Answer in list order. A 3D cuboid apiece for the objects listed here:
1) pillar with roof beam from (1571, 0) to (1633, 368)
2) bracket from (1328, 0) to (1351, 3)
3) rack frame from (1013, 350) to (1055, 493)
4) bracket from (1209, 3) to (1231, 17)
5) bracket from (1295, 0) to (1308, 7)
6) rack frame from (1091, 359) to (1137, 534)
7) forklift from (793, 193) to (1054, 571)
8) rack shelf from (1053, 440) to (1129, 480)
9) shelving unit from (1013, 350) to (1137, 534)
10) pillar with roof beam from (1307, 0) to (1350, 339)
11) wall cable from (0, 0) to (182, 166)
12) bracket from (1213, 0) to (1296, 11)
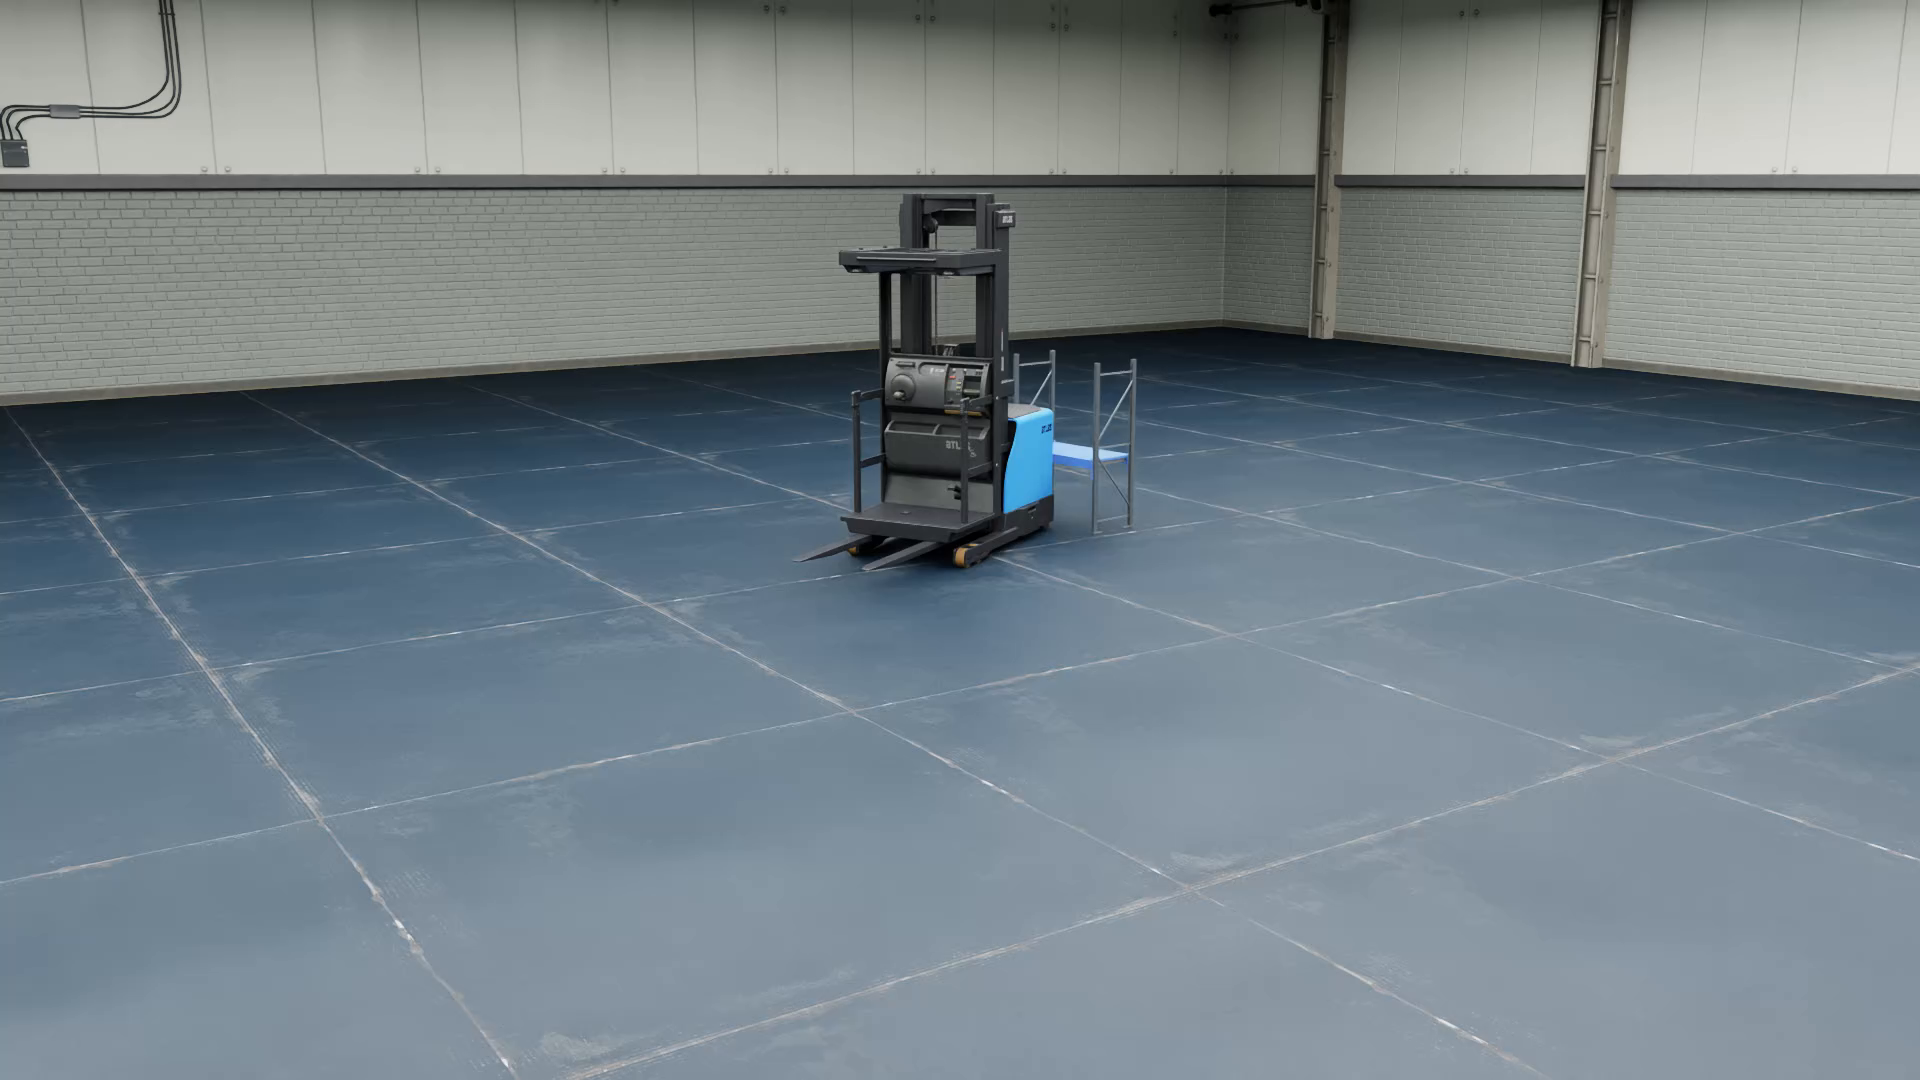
[{"bbox_3d":[6.763,-6.751,24.167,9.100,9.000,0.400,-8,15,-33],"label":"pillar with roof beam"},{"bbox_3d":[6.957,-9.970,30.463,0.235,0.232,0.430,-8,15,-33],"label":"bracket"},{"bbox_3d":[0.681,-0.983,15.347,0.500,1.500,0.032,-11,16,-40],"label":"rack frame"},{"bbox_3d":[5.184,-10.539,33.065,0.235,0.232,0.430,-8,15,-33],"label":"bracket"},{"bbox_3d":[6.497,-10.118,31.138,0.235,0.232,0.430,-8,15,-33],"label":"bracket"},{"bbox_3d":[1.352,-0.820,14.601,0.500,1.500,0.032,-11,16,-40],"label":"rack frame"},{"bbox_3d":[-0.284,-1.313,13.506,1.130,2.935,3.031,6,14,26],"label":"forklift"},{"bbox_3d":[1.017,-0.726,15.012,0.538,0.185,1.000,-11,16,-40],"label":"rack shelf"},{"bbox_3d":[1.017,-0.902,14.974,0.538,1.500,1.048,-11,16,-40],"label":"shelving unit"},{"bbox_3d":[3.439,-7.818,29.047,9.100,9.000,0.548,-8,15,-33],"label":"pillar with roof beam"},{"bbox_3d":[-11.820,-8.062,22.201,2.305,6.003,0.169,-8,15,-33],"label":"wall cable"},{"bbox_3d":[5.512,-10.434,32.585,0.076,0.066,3.189,-8,15,-33],"label":"bracket"}]
